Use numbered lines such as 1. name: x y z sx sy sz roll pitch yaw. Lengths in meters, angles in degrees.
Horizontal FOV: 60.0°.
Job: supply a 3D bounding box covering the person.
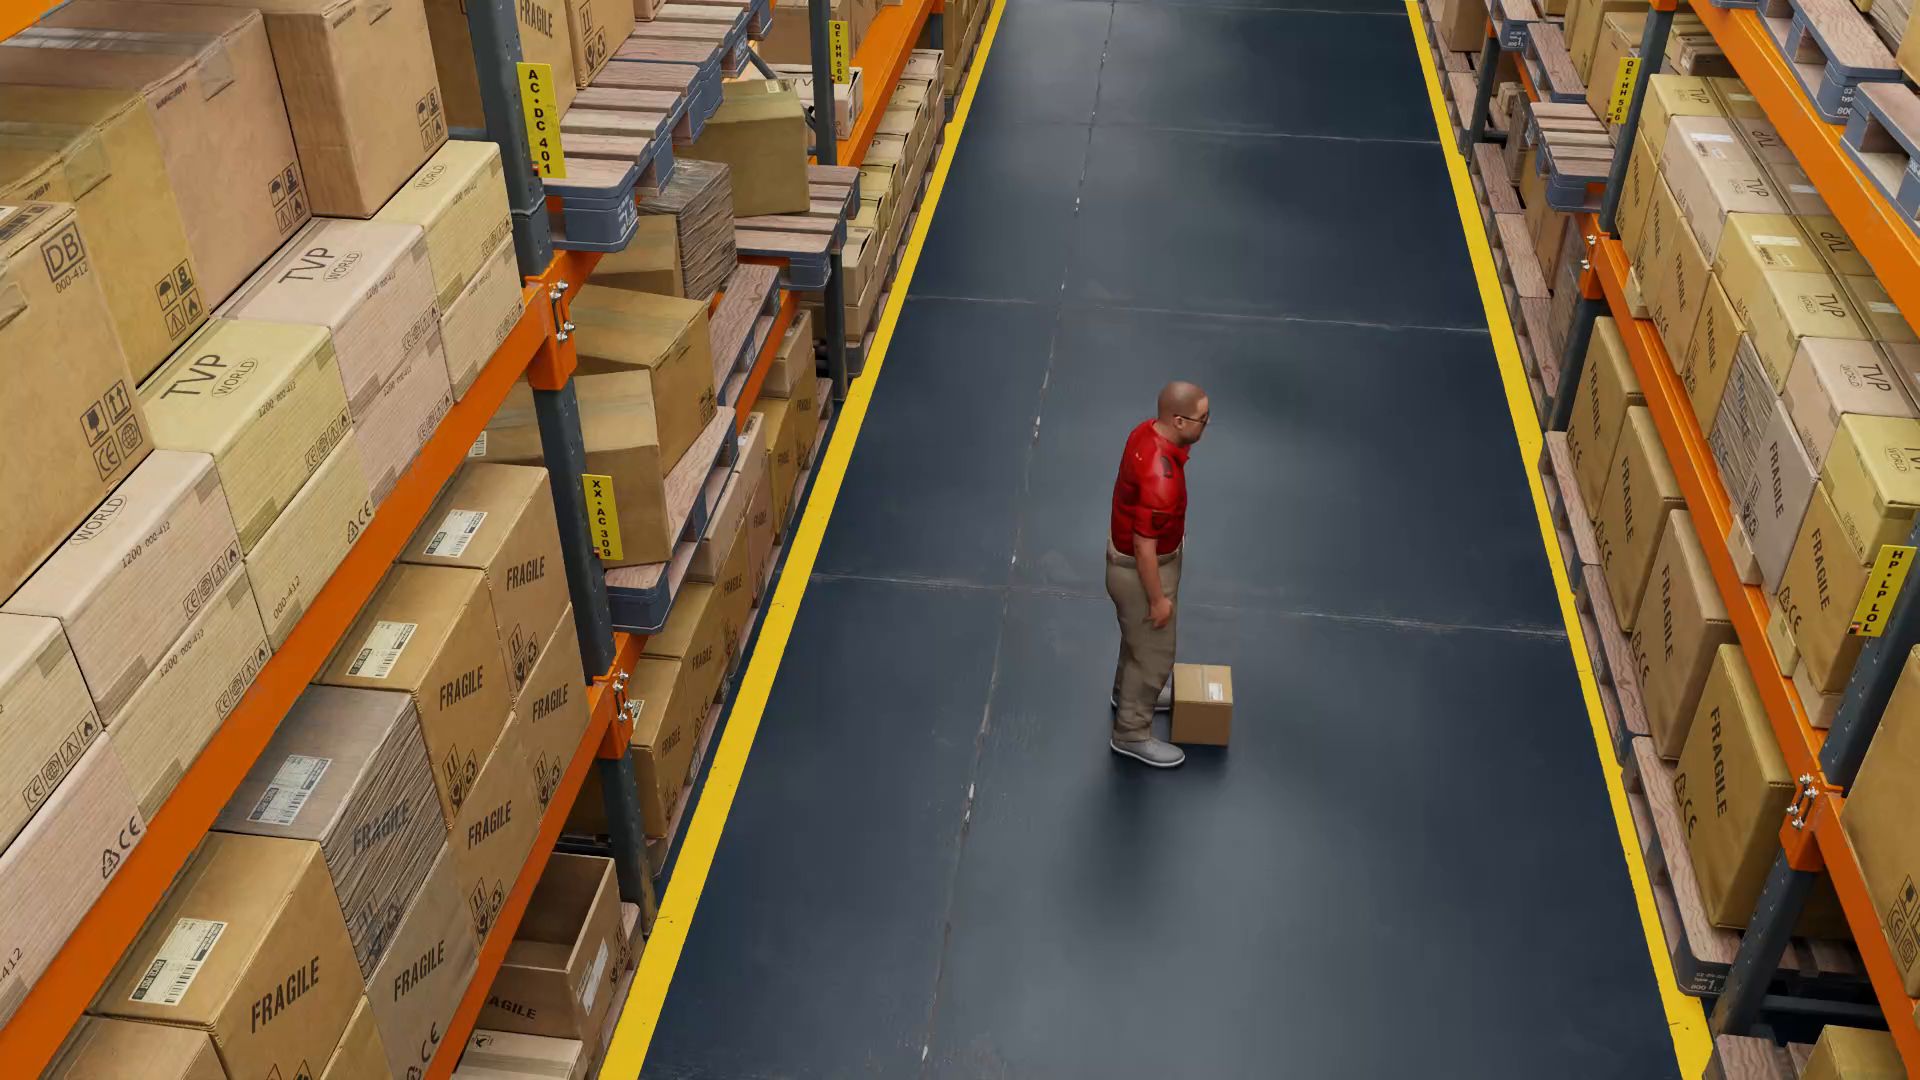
1. person: 0.801 0.112 6.899 0.393 1.725 0.592 3 36 4
